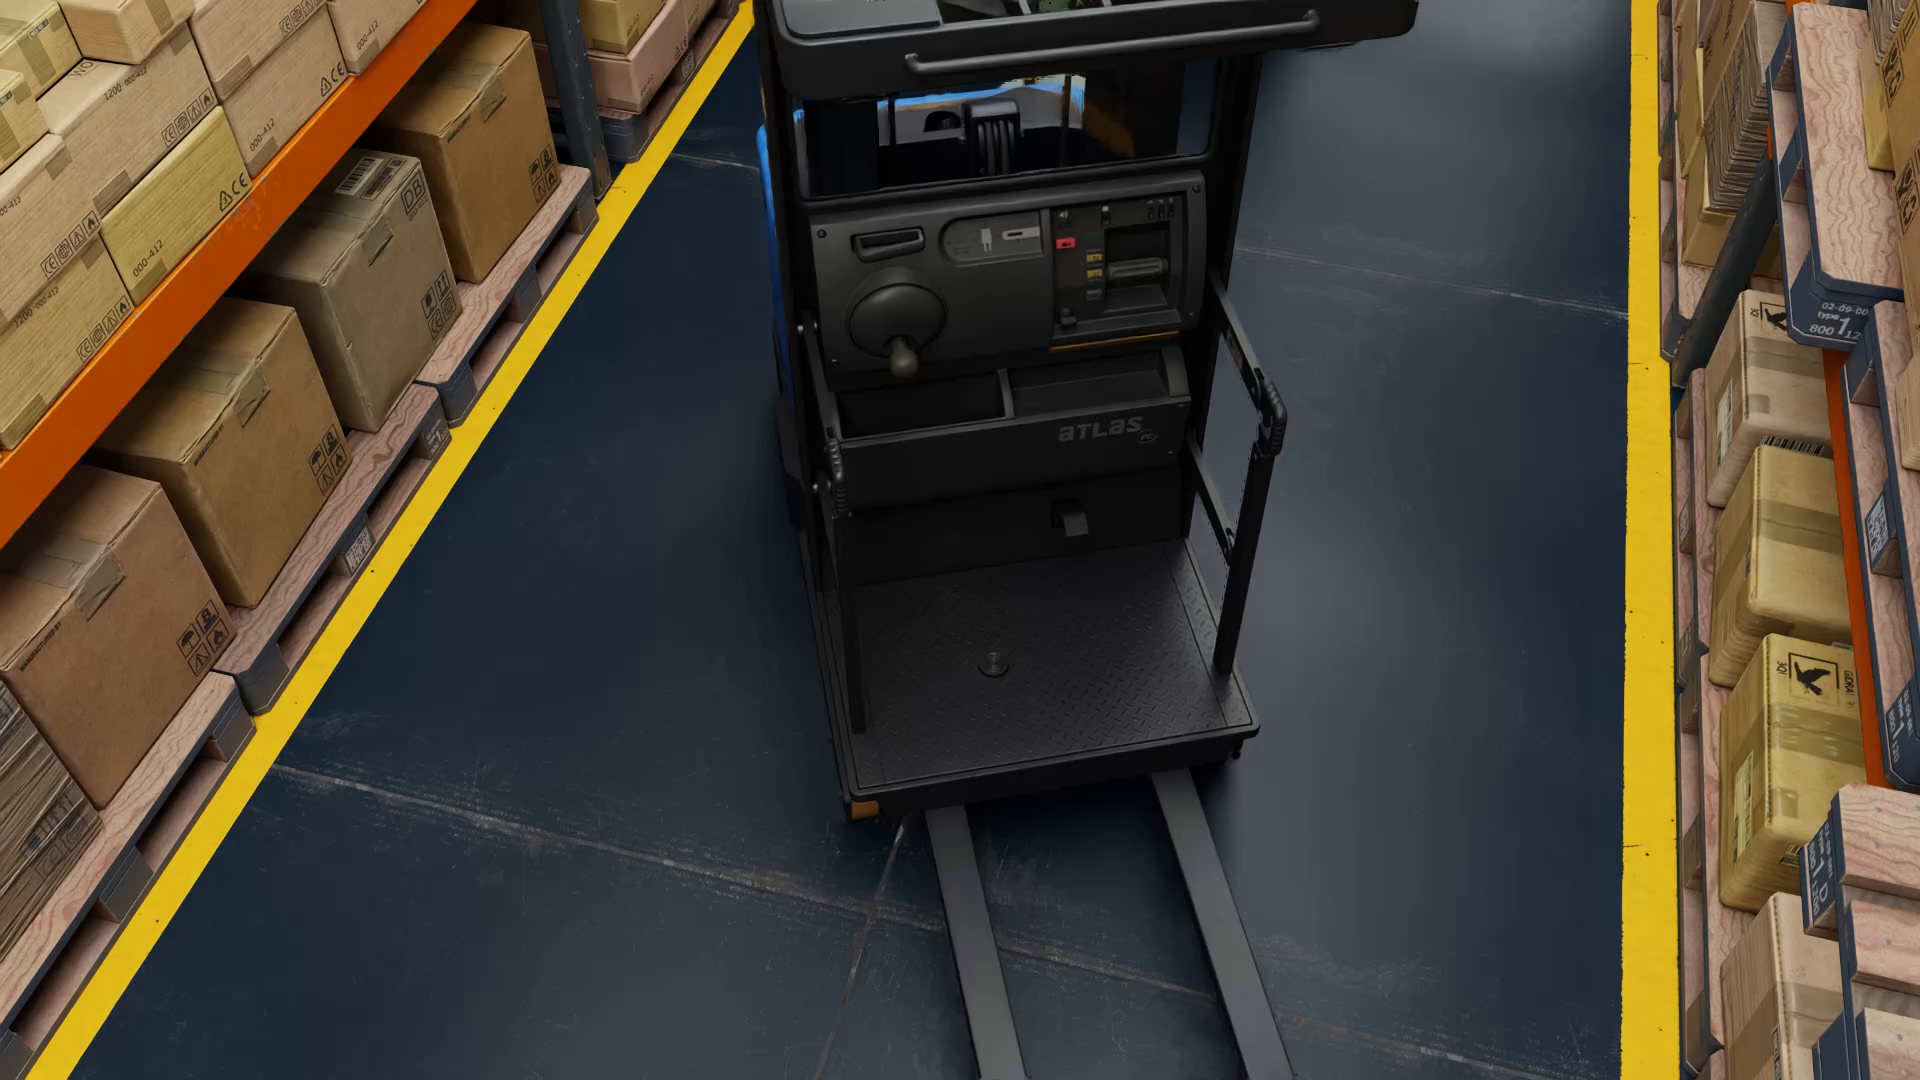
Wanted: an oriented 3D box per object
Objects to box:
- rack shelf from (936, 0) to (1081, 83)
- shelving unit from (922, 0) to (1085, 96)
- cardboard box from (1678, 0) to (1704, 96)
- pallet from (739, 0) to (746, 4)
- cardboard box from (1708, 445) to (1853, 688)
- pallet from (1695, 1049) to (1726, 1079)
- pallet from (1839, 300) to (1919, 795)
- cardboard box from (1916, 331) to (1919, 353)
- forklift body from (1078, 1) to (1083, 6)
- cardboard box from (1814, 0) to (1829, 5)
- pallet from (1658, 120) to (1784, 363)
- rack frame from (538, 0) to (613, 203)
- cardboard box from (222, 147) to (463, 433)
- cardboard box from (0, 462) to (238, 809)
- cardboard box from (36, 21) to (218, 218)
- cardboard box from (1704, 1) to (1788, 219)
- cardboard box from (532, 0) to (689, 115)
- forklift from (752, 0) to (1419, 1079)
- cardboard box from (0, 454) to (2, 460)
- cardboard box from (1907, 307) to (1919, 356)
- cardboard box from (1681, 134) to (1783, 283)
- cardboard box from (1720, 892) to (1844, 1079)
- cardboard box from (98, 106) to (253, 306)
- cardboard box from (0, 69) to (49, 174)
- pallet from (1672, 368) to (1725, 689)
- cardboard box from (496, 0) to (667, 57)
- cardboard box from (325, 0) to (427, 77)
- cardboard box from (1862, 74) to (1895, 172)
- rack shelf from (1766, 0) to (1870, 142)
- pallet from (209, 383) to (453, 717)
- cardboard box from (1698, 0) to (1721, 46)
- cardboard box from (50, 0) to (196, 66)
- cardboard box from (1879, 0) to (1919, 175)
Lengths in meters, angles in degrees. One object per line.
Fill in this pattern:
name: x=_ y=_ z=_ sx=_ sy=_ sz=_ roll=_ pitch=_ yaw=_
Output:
rack shelf: x=0.240 y=-1.809 z=5.326 sx=0.431 sy=0.370 sz=0.720 roll=24 pitch=53 yaw=19
shelving unit: x=0.240 y=-1.551 z=5.619 sx=0.431 sy=1.500 sz=0.755 roll=24 pitch=53 yaw=19
cardboard box: x=3.105 y=-1.922 z=6.499 sx=0.500 sy=0.250 sz=0.500 roll=12 pitch=50 yaw=11
pallet: x=-1.281 y=-2.964 z=7.725 sx=1.003 sy=0.211 sz=1.213 roll=12 pitch=50 yaw=10
cardboard box: x=2.618 y=0.173 z=4.569 sx=0.950 sy=0.372 sz=0.625 roll=14 pitch=50 yaw=12
pallet: x=2.094 y=1.793 z=3.527 sx=1.003 sy=0.211 sz=1.213 roll=12 pitch=50 yaw=10
pallet: x=2.369 y=0.059 z=3.325 sx=1.003 sy=0.211 sz=1.213 roll=12 pitch=50 yaw=10
cardboard box: x=2.140 y=-0.355 z=3.017 sx=0.500 sy=0.500 sz=0.500 roll=10 pitch=49 yaw=8
forklift body: x=0.464 y=-3.315 z=6.742 sx=2.313 sy=2.155 sz=1.214 roll=12 pitch=50 yaw=10
cardboard box: x=2.730 y=-1.667 z=4.888 sx=0.380 sy=0.149 sz=0.250 roll=11 pitch=50 yaw=10
pallet: x=3.083 y=-1.028 z=6.016 sx=1.003 sy=0.211 sz=1.213 roll=12 pitch=50 yaw=10
rack frame: x=-1.850 y=-2.435 z=5.398 sx=1.000 sy=3.000 sz=0.127 roll=12 pitch=50 yaw=10
cardboard box: x=-2.188 y=-0.848 z=5.302 sx=0.875 sy=0.625 sz=0.625 roll=11 pitch=50 yaw=10
cardboard box: x=-2.561 y=0.183 z=4.392 sx=0.875 sy=0.625 sz=0.625 roll=13 pitch=50 yaw=11
cardboard box: x=-2.152 y=-1.041 z=3.935 sx=0.500 sy=0.250 sz=0.500 roll=12 pitch=50 yaw=11
cardboard box: x=2.837 y=-1.416 z=5.553 sx=0.500 sy=0.500 sz=0.500 roll=11 pitch=49 yaw=10
cardboard box: x=-1.403 y=-1.948 z=6.523 sx=0.500 sy=0.250 sz=0.500 roll=12 pitch=50 yaw=10
forklift: x=0.166 y=-0.514 z=3.749 sx=1.130 sy=2.935 sz=3.031 roll=-8 pitch=49 yaw=-7
cardboard box: x=-2.413 y=-0.127 z=3.462 sx=0.500 sy=0.250 sz=0.500 roll=11 pitch=49 yaw=9
cardboard box: x=2.240 y=-0.421 z=3.508 sx=0.380 sy=0.149 sz=0.250 roll=12 pitch=50 yaw=10
cardboard box: x=2.836 y=-1.168 z=5.834 sx=0.500 sy=0.250 sz=0.500 roll=14 pitch=50 yaw=12
cardboard box: x=2.232 y=1.224 z=3.642 sx=0.950 sy=0.372 sz=0.625 roll=11 pitch=49 yaw=9
cardboard box: x=-2.146 y=-0.876 z=4.123 sx=0.500 sy=0.250 sz=0.500 roll=13 pitch=50 yaw=11
cardboard box: x=-2.205 y=-0.897 z=3.542 sx=0.380 sy=0.149 sz=0.250 roll=13 pitch=50 yaw=11
pallet: x=2.736 y=0.028 z=5.084 sx=1.003 sy=0.211 sz=1.213 roll=12 pitch=50 yaw=10
cardboard box: x=-1.425 y=-2.118 z=6.339 sx=0.500 sy=0.250 sz=0.500 roll=11 pitch=50 yaw=10
cardboard box: x=-1.857 y=-1.604 z=4.765 sx=0.500 sy=0.250 sz=0.500 roll=11 pitch=50 yaw=10
cardboard box: x=2.415 y=-0.997 z=4.017 sx=0.380 sy=0.149 sz=0.250 roll=12 pitch=50 yaw=11
rack shelf: x=3.466 y=-2.666 z=6.082 sx=1.077 sy=0.370 sz=4.000 roll=12 pitch=50 yaw=10
pallet: x=-2.325 y=-0.086 z=5.185 sx=1.003 sy=0.211 sz=1.213 roll=12 pitch=50 yaw=10
cardboard box: x=3.102 y=-2.154 z=6.204 sx=0.500 sy=0.500 sz=0.500 roll=14 pitch=50 yaw=12
cardboard box: x=-2.028 y=-1.254 z=3.857 sx=0.380 sy=0.149 sz=0.250 roll=10 pitch=49 yaw=9
cardboard box: x=2.409 y=-1.083 z=3.660 sx=0.500 sy=0.500 sz=0.500 roll=12 pitch=50 yaw=10
